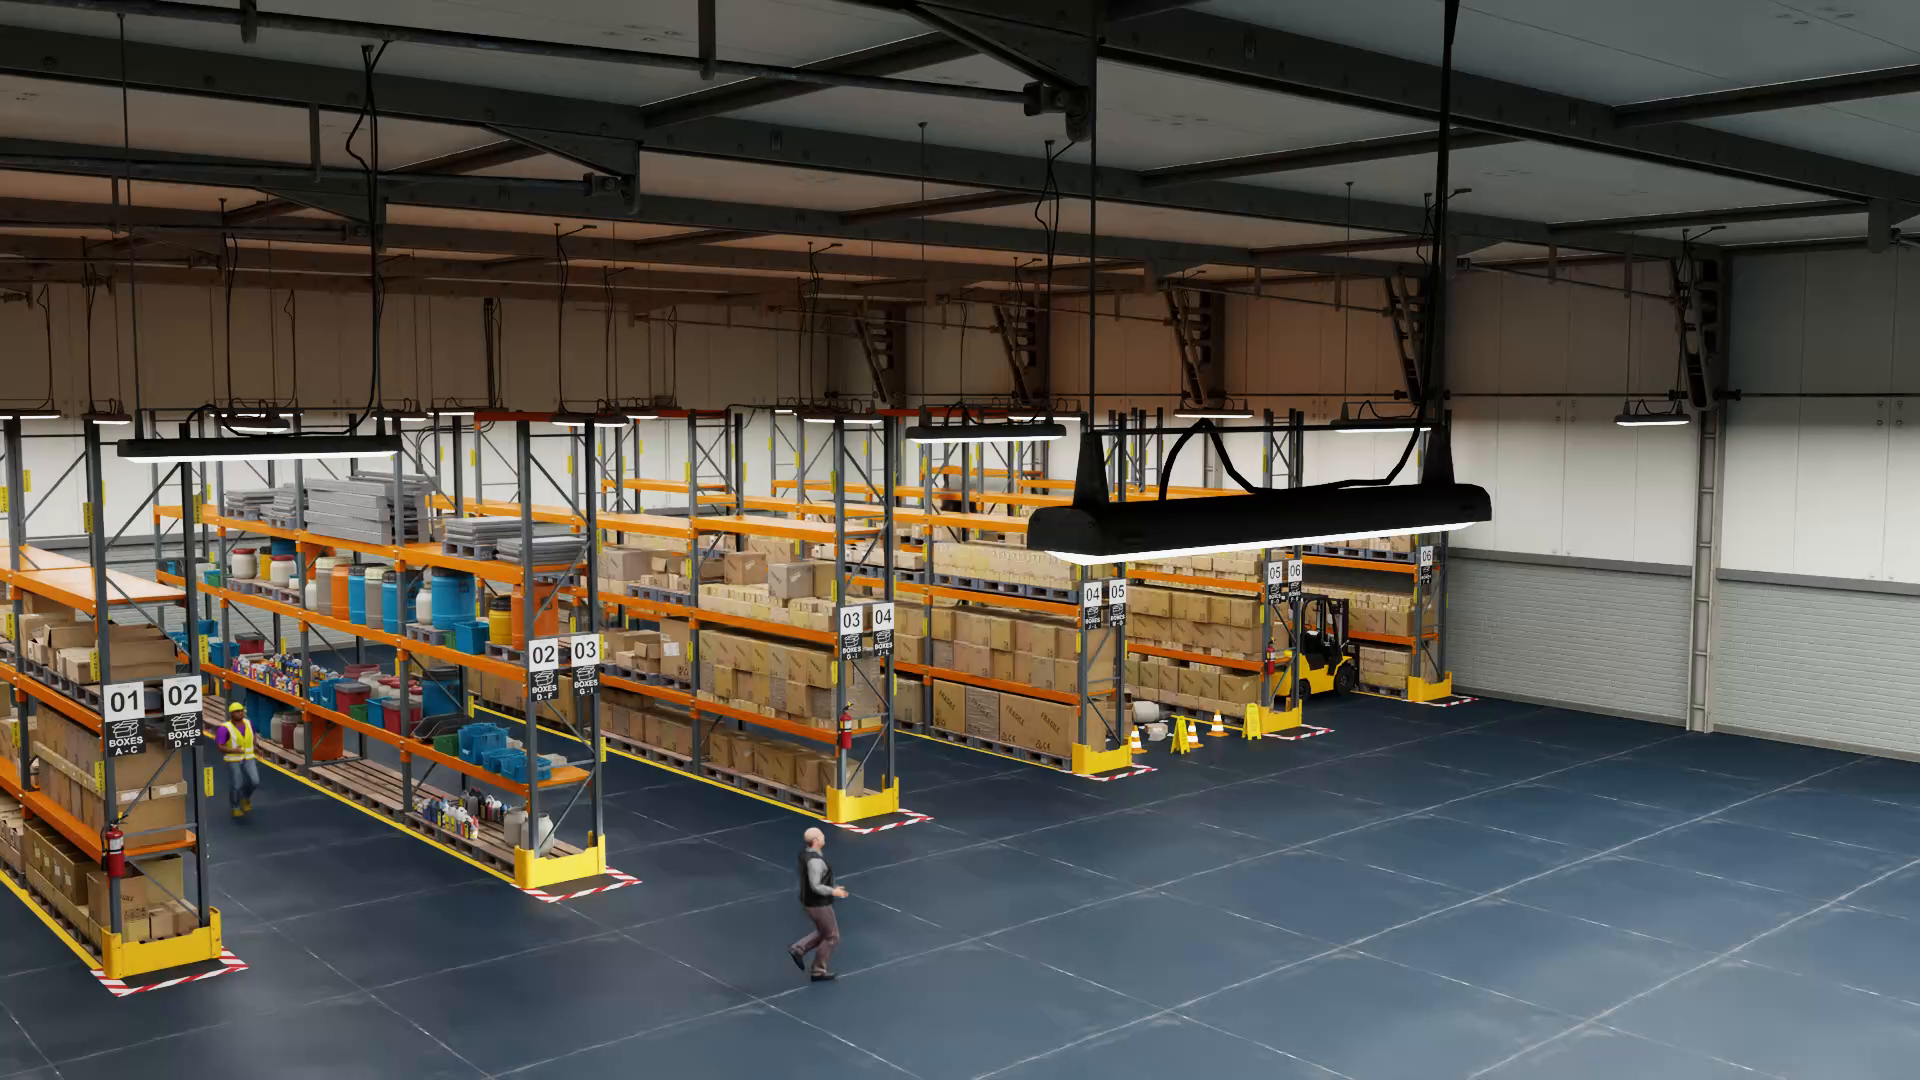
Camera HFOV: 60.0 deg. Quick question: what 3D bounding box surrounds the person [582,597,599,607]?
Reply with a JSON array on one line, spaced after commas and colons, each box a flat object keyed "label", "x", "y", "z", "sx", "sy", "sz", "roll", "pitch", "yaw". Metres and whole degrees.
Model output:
[{"label": "person", "x": -9.190, "y": 1.897, "z": 40.807, "sx": 0.718, "sy": 1.477, "sz": 0.650, "roll": -5, "pitch": 7, "yaw": -44}]

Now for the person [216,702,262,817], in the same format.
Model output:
[{"label": "person", "x": -10.720, "y": 3.279, "z": 24.807, "sx": 0.623, "sy": 1.723, "sz": 0.685, "roll": 4, "pitch": 7, "yaw": 42}]

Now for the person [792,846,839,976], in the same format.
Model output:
[{"label": "person", "x": -1.550, "y": 3.992, "z": 17.938, "sx": 0.502, "sy": 1.421, "sz": 0.656, "roll": -2, "pitch": 5, "yaw": -18}]

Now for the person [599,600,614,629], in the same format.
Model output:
[{"label": "person", "x": -8.809, "y": 1.880, "z": 41.600, "sx": 0.561, "sy": 1.627, "sz": 0.617, "roll": 4, "pitch": 6, "yaw": 35}]
